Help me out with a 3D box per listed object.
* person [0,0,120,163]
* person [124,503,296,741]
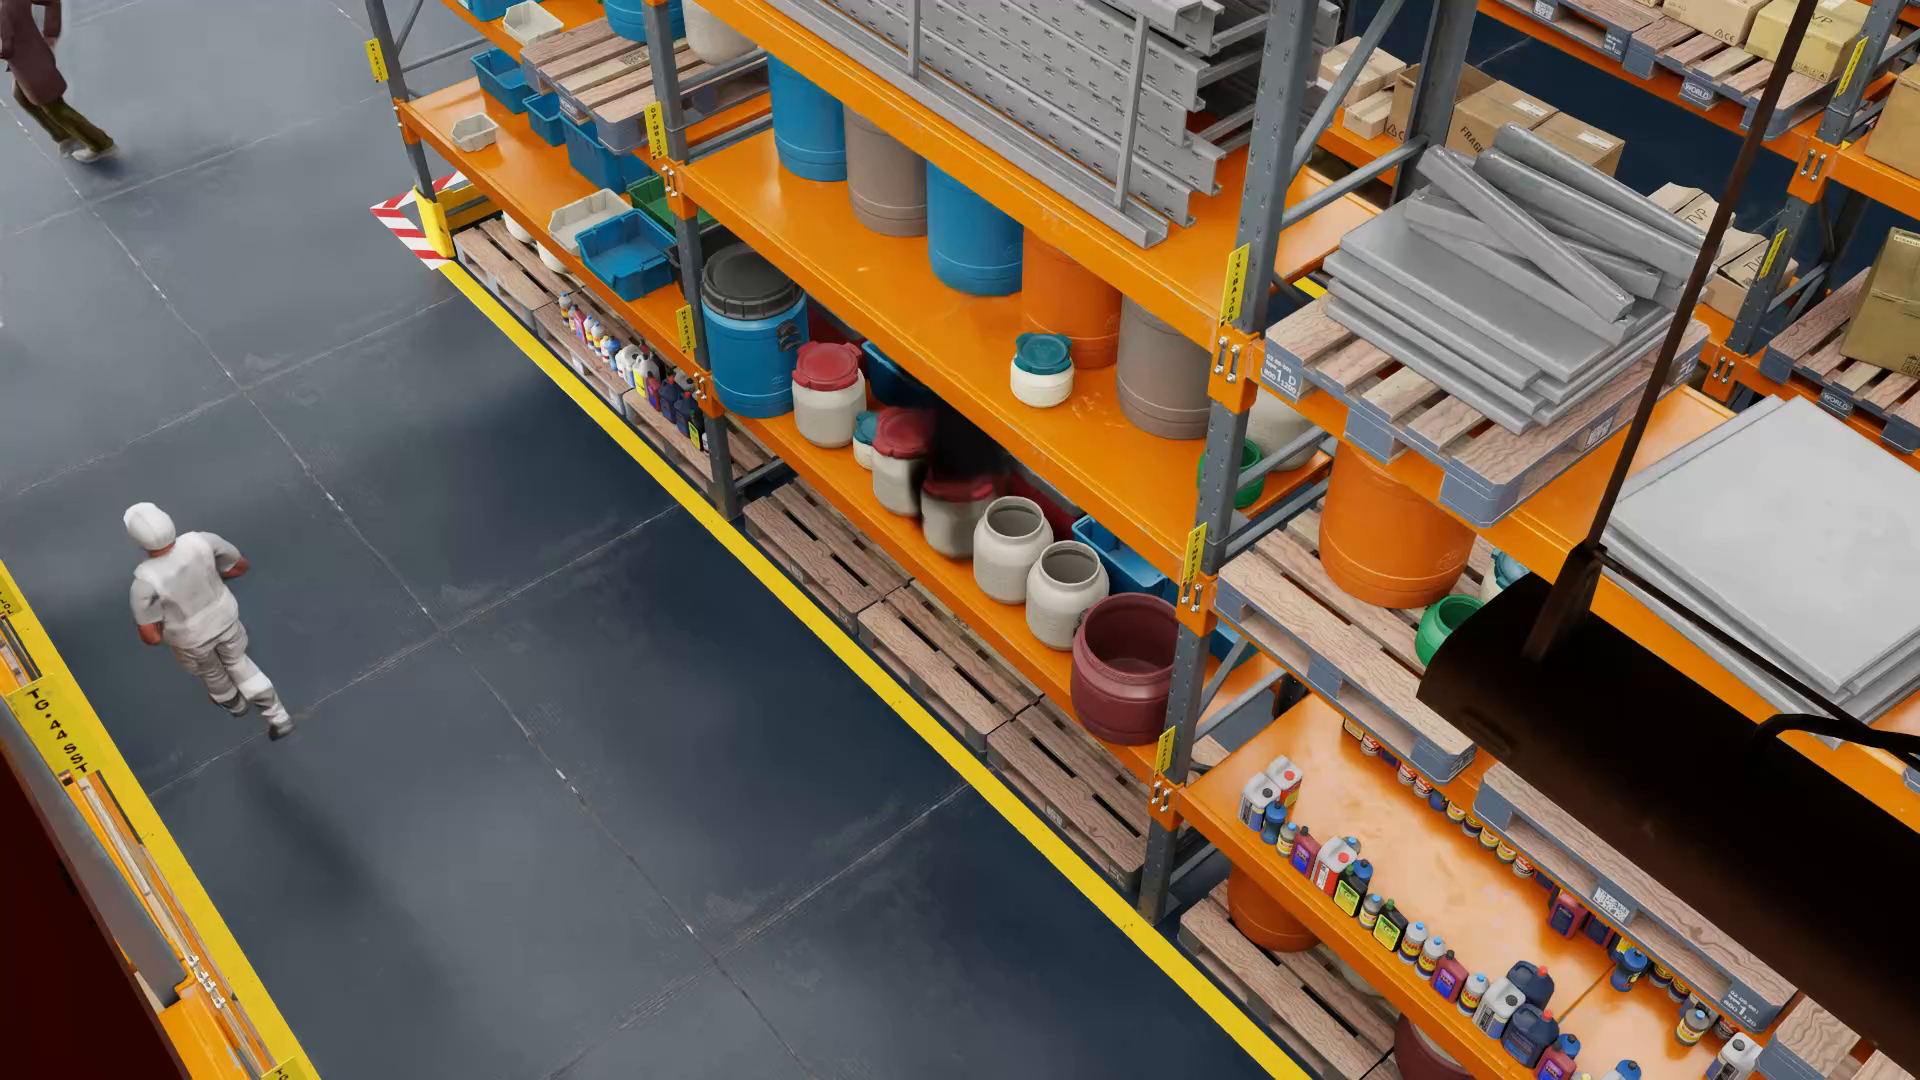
[{"bbox_3d":[-7.462,-3.780,13.374,0.803,1.822,0.693,-6,47,-6],"label":"person"},{"bbox_3d":[-4.073,0.456,8.917,0.787,1.780,0.667,31,54,26],"label":"person"}]
